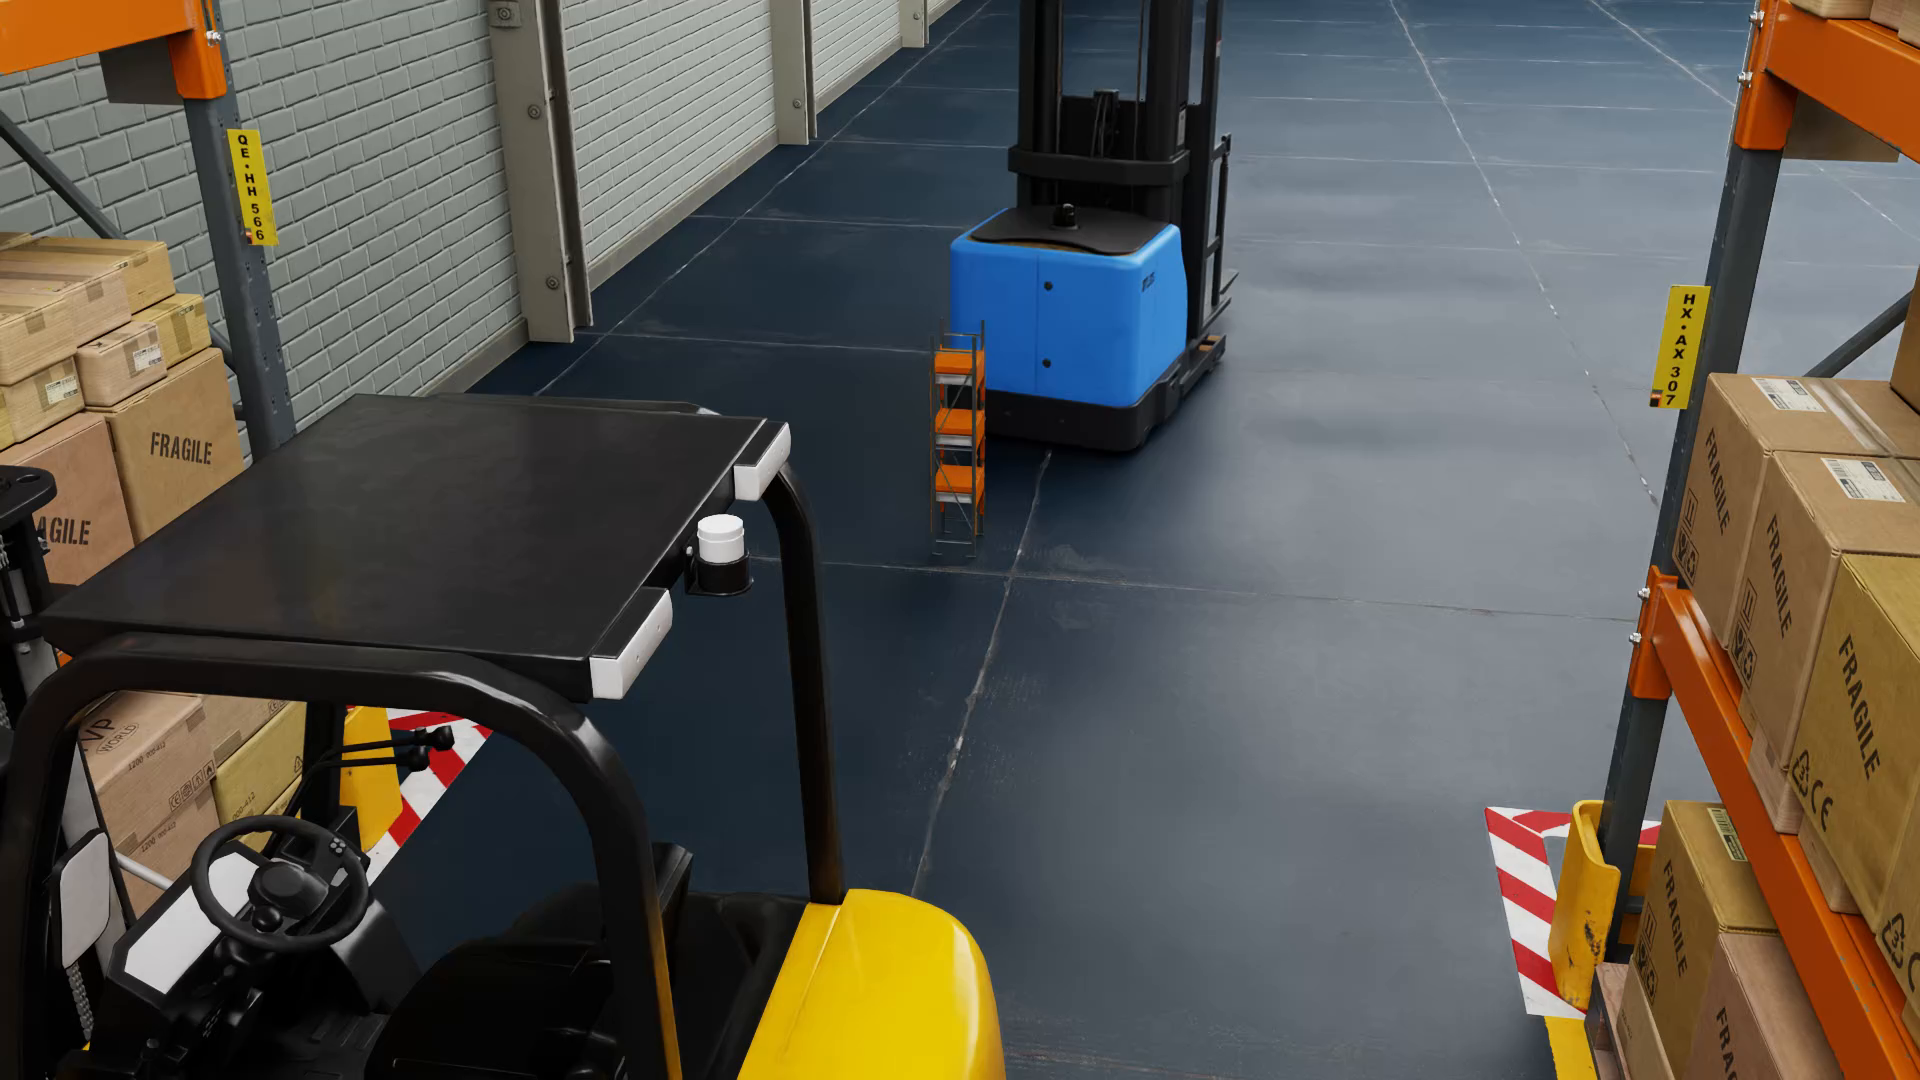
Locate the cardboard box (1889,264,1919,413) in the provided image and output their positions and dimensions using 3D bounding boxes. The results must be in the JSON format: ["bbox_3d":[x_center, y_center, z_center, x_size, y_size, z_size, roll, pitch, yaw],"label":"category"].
[{"bbox_3d":[2.503,-0.464,3.554,0.700,0.500,0.500,3,25,7],"label":"cardboard box"}]

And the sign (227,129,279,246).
[{"bbox_3d":[-1.993,-0.990,4.682,0.100,0.325,0.005,4,25,9],"label":"sign"}]

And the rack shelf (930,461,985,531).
[{"bbox_3d":[-0.009,-0.192,7.602,0.215,0.259,0.240,4,25,9],"label":"rack shelf"}]

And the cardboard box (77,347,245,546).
[{"bbox_3d":[-2.348,-0.223,4.571,0.500,0.500,0.500,3,25,7],"label":"cardboard box"}]

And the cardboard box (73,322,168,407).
[{"bbox_3d":[-2.319,-0.468,4.328,0.380,0.149,0.250,4,25,9],"label":"cardboard box"}]

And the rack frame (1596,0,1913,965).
[{"bbox_3d":[2.371,-0.060,4.339,1.000,3.000,0.127,4,25,9],"label":"rack frame"}]

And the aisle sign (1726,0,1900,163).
[{"bbox_3d":[2.076,-1.284,3.889,0.394,0.787,0.004,4,25,9],"label":"aisle sign"}]

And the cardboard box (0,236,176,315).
[{"bbox_3d":[-2.377,-0.711,4.497,0.380,0.149,0.250,4,25,9],"label":"cardboard box"}]

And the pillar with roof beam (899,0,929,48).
[{"bbox_3d":[3.660,-10.120,18.756,9.100,9.000,0.400,4,25,9],"label":"pillar with roof beam"}]

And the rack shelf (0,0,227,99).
[{"bbox_3d":[-2.853,-0.598,2.800,1.077,0.370,4.000,4,25,9],"label":"rack shelf"}]

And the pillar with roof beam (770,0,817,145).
[{"bbox_3d":[2.679,-7.611,13.395,9.100,9.000,0.400,4,25,9],"label":"pillar with roof beam"}]

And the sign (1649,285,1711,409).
[{"bbox_3d":[1.836,-0.489,4.236,0.100,0.325,0.005,4,25,9],"label":"sign"}]

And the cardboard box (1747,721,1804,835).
[{"bbox_3d":[1.874,0.497,3.447,0.380,0.149,0.250,4,25,9],"label":"cardboard box"}]

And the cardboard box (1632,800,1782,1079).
[{"bbox_3d":[1.963,0.984,3.973,0.500,0.500,0.500,3,25,7],"label":"cardboard box"}]

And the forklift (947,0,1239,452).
[{"bbox_3d":[0.961,-2.381,9.379,1.130,2.935,3.031,10,27,20],"label":"forklift"}]

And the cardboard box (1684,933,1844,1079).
[{"bbox_3d":[1.882,1.203,3.505,0.500,0.500,0.500,3,25,7],"label":"cardboard box"}]

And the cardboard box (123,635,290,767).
[{"bbox_3d":[-2.294,0.415,4.895,0.500,0.250,0.500,5,26,10],"label":"cardboard box"}]

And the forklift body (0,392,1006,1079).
[{"bbox_3d":[-1.036,0.902,3.286,2.313,2.155,1.214,4,25,9],"label":"forklift body"}]

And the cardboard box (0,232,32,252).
[{"bbox_3d":[-2.792,-0.750,4.580,0.380,0.149,0.250,4,25,8],"label":"cardboard box"}]

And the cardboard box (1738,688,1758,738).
[{"bbox_3d":[1.961,0.394,3.667,0.380,0.149,0.250,3,25,7],"label":"cardboard box"}]

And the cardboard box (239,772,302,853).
[{"bbox_3d":[-2.291,0.872,5.098,0.500,0.250,0.500,4,25,9],"label":"cardboard box"}]

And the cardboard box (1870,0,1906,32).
[{"bbox_3d":[2.042,-1.072,3.260,0.380,0.149,0.250,3,25,7],"label":"cardboard box"}]

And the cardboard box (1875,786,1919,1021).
[{"bbox_3d":[1.782,0.583,2.498,0.500,0.500,0.500,4,25,7],"label":"cardboard box"}]

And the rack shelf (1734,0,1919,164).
[{"bbox_3d":[2.044,-0.256,2.069,1.077,0.370,4.000,4,25,9],"label":"rack shelf"}]

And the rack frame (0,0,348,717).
[{"bbox_3d":[-2.526,-0.402,5.070,1.000,3.000,0.127,4,25,9],"label":"rack frame"}]

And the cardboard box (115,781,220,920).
[{"bbox_3d":[-2.390,0.861,4.531,0.500,0.250,0.500,4,25,8],"label":"cardboard box"}]

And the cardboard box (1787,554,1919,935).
[{"bbox_3d":[1.857,0.369,2.954,0.500,0.500,0.500,4,25,7],"label":"cardboard box"}]

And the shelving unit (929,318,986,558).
[{"bbox_3d":[-0.009,-0.453,7.480,0.215,1.050,0.252,4,25,9],"label":"shelving unit"}]

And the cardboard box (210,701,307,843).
[{"bbox_3d":[-2.297,0.652,4.977,0.500,0.250,0.500,4,25,8],"label":"cardboard box"}]

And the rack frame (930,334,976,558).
[{"bbox_3d":[-0.029,-0.402,7.371,0.200,1.050,0.008,4,25,9],"label":"rack frame"}]

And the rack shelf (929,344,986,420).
[{"bbox_3d":[-0.009,-0.701,7.364,0.215,0.259,0.240,4,25,9],"label":"rack shelf"}]

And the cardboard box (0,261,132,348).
[{"bbox_3d":[-2.387,-0.606,4.272,0.380,0.149,0.250,4,25,9],"label":"cardboard box"}]

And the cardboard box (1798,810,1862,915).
[{"bbox_3d":[1.865,0.607,3.211,0.380,0.149,0.250,5,25,10],"label":"cardboard box"}]

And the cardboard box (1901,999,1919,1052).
[{"bbox_3d":[1.809,0.830,2.734,0.380,0.149,0.250,3,25,7],"label":"cardboard box"}]

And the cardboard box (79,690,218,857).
[{"bbox_3d":[-2.372,0.629,4.438,0.500,0.250,0.500,4,25,9],"label":"cardboard box"}]

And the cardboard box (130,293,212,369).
[{"bbox_3d":[-2.307,-0.577,4.560,0.380,0.149,0.250,4,25,9],"label":"cardboard box"}]

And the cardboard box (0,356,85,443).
[{"bbox_3d":[-2.422,-0.363,4.105,0.380,0.149,0.250,4,25,10],"label":"cardboard box"}]

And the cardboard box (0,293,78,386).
[{"bbox_3d":[-2.403,-0.495,4.035,0.380,0.149,0.250,5,25,10],"label":"cardboard box"}]

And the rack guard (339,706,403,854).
[{"bbox_3d":[-2.522,0.720,5.622,1.175,0.500,0.348,4,25,9],"label":"rack guard"}]

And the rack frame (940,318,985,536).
[{"bbox_3d":[0.011,-0.504,7.589,0.200,1.050,0.008,4,25,9],"label":"rack frame"}]

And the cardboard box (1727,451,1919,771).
[{"bbox_3d":[1.939,0.156,3.409,0.500,0.500,0.500,5,26,10],"label":"cardboard box"}]

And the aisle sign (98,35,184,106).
[{"bbox_3d":[-2.226,-1.586,4.535,0.394,0.787,0.004,4,25,9],"label":"aisle sign"}]

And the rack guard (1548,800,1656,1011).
[{"bbox_3d":[2.359,1.104,4.801,1.175,0.500,0.348,4,25,9],"label":"rack guard"}]

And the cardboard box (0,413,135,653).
[{"bbox_3d":[-2.442,-0.007,4.108,0.500,0.500,0.500,5,26,10],"label":"cardboard box"}]

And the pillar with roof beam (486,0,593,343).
[{"bbox_3d":[1.698,-5.101,8.034,9.100,9.000,0.400,4,25,9],"label":"pillar with roof beam"}]

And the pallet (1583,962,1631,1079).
[{"bbox_3d":[2.191,1.572,4.142,1.003,0.211,1.213,4,25,9],"label":"pallet"}]

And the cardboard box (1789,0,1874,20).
[{"bbox_3d":[1.997,-1.188,3.508,0.380,0.149,0.250,4,25,9],"label":"cardboard box"}]

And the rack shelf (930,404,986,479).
[{"bbox_3d":[-0.009,-0.444,7.484,0.215,0.259,0.240,4,25,9],"label":"rack shelf"}]

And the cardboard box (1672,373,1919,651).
[{"bbox_3d":[2.020,-0.061,3.873,0.500,0.500,0.500,4,25,8],"label":"cardboard box"}]

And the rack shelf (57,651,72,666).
[{"bbox_3d":[-2.853,0.760,3.436,1.077,0.370,4.000,4,25,9],"label":"rack shelf"}]

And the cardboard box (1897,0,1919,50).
[{"bbox_3d":[1.965,-0.964,3.029,0.380,0.149,0.250,5,25,10],"label":"cardboard box"}]

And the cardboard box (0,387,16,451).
[{"bbox_3d":[-2.474,-0.261,3.885,0.380,0.149,0.250,4,25,8],"label":"cardboard box"}]

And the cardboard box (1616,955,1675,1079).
[{"bbox_3d":[1.967,1.314,4.153,0.500,0.250,0.500,4,25,8],"label":"cardboard box"}]

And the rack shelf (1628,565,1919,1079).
[{"bbox_3d":[2.044,1.103,2.705,1.077,0.370,4.000,4,25,9],"label":"rack shelf"}]
